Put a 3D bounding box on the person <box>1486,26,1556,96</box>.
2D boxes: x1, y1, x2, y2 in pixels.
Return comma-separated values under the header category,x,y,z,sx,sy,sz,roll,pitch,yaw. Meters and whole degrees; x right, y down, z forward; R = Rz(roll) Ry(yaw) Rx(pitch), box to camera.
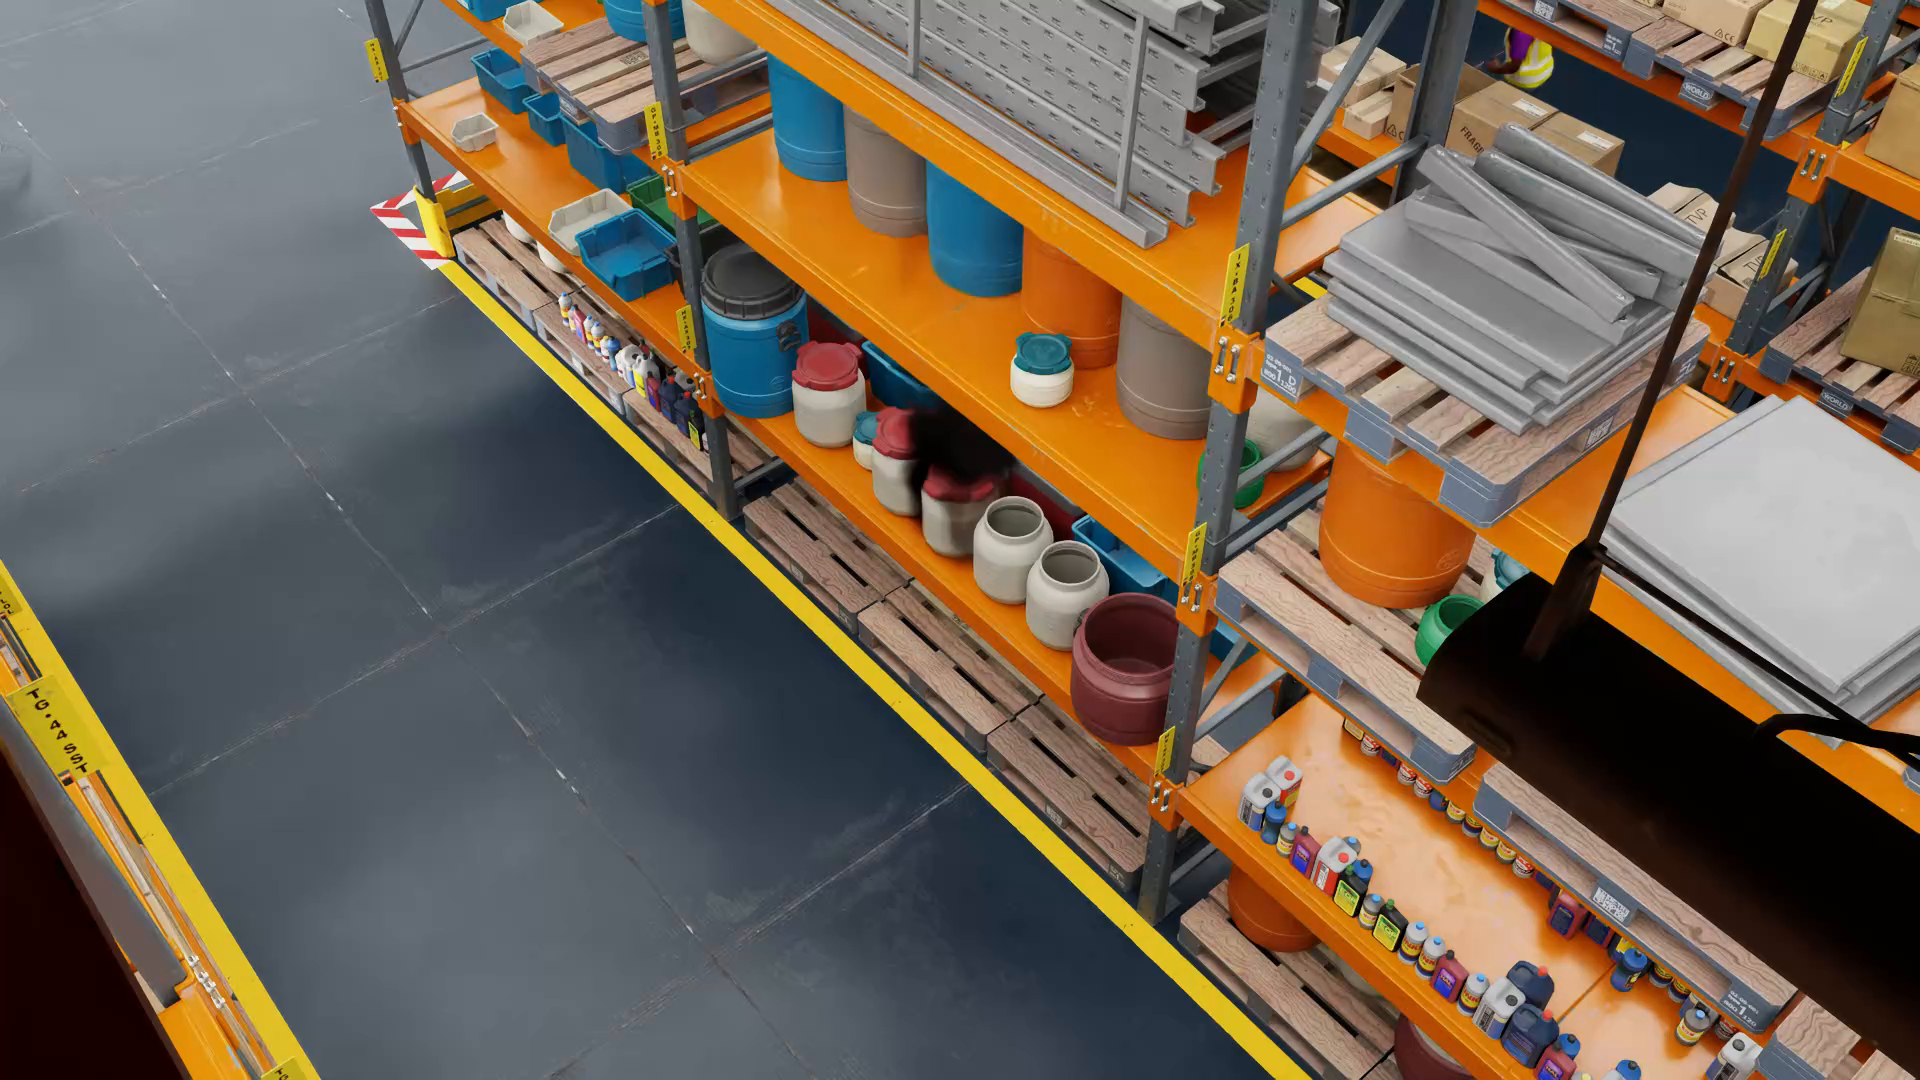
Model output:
category,x,y,z,sx,sy,sz,roll,pitch,yaw
person,4.582,-3.698,13.341,0.740,1.728,0.728,35,56,29
